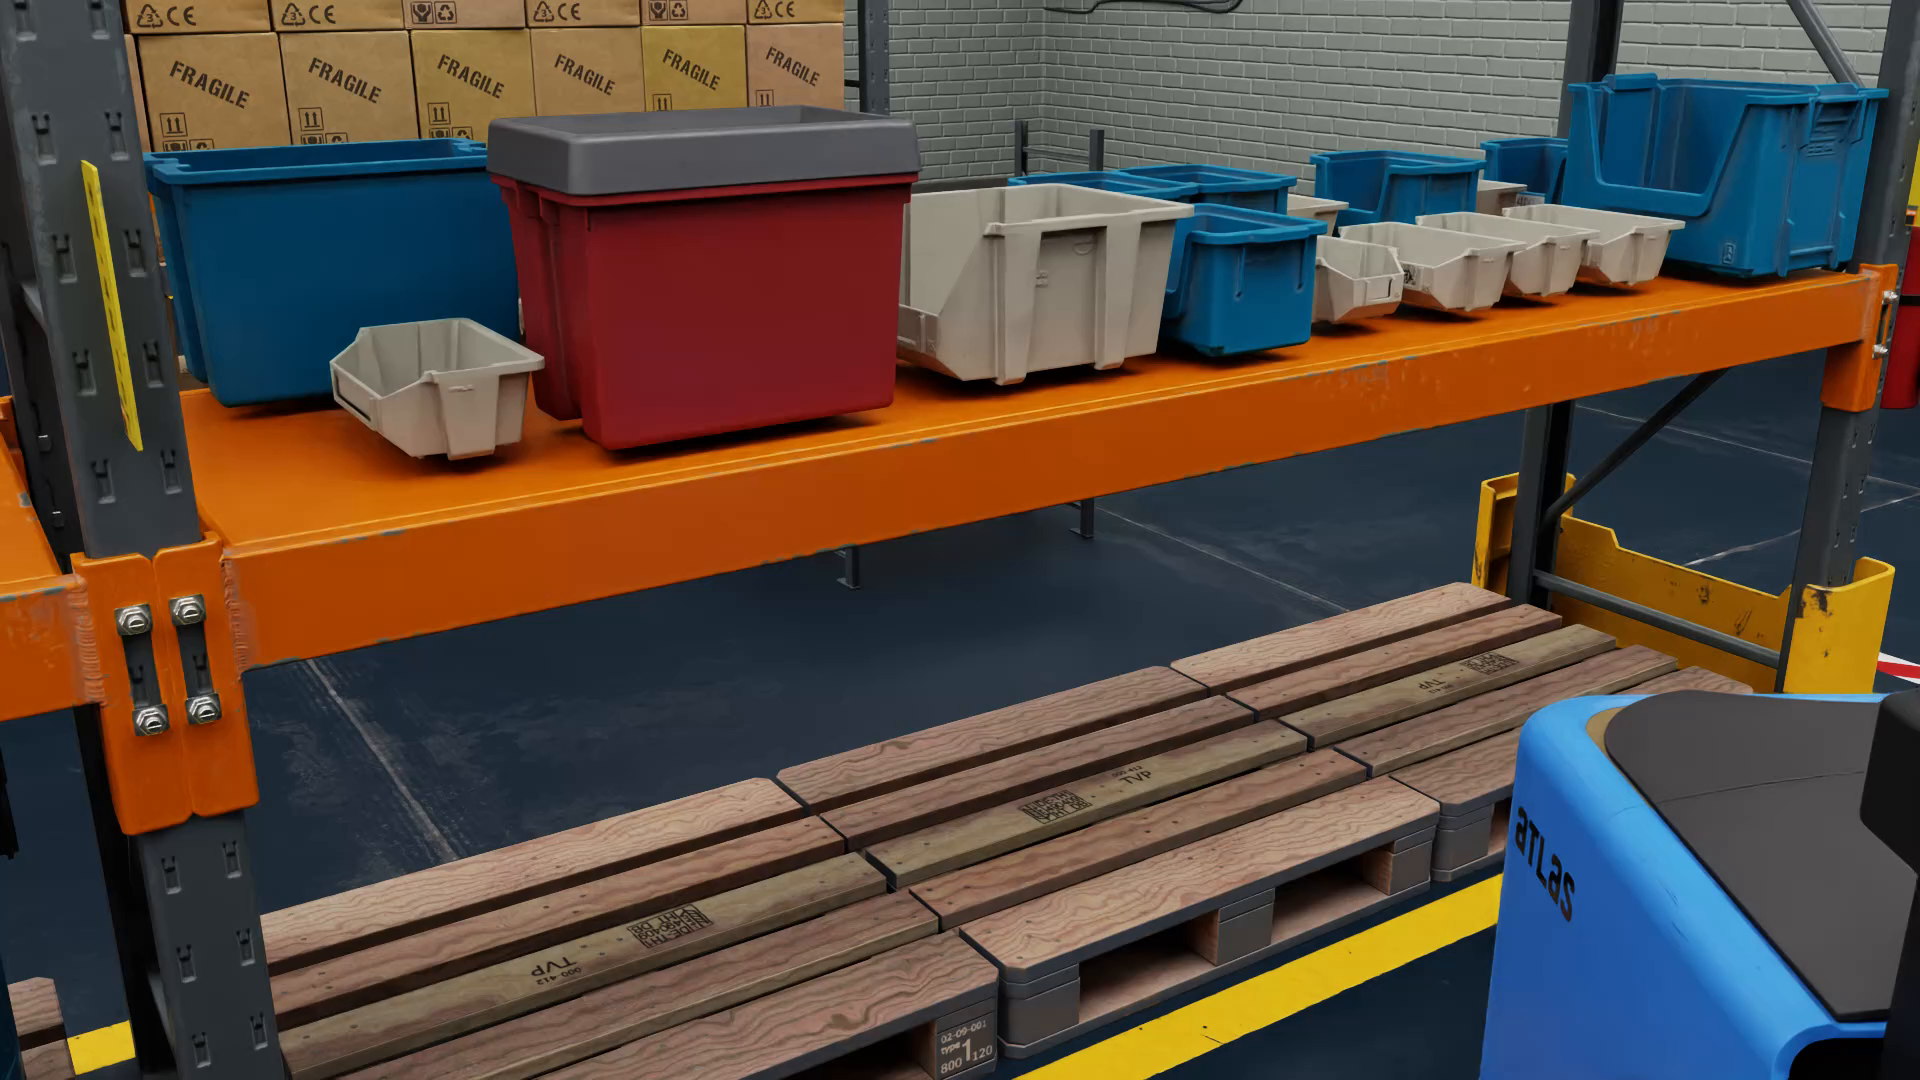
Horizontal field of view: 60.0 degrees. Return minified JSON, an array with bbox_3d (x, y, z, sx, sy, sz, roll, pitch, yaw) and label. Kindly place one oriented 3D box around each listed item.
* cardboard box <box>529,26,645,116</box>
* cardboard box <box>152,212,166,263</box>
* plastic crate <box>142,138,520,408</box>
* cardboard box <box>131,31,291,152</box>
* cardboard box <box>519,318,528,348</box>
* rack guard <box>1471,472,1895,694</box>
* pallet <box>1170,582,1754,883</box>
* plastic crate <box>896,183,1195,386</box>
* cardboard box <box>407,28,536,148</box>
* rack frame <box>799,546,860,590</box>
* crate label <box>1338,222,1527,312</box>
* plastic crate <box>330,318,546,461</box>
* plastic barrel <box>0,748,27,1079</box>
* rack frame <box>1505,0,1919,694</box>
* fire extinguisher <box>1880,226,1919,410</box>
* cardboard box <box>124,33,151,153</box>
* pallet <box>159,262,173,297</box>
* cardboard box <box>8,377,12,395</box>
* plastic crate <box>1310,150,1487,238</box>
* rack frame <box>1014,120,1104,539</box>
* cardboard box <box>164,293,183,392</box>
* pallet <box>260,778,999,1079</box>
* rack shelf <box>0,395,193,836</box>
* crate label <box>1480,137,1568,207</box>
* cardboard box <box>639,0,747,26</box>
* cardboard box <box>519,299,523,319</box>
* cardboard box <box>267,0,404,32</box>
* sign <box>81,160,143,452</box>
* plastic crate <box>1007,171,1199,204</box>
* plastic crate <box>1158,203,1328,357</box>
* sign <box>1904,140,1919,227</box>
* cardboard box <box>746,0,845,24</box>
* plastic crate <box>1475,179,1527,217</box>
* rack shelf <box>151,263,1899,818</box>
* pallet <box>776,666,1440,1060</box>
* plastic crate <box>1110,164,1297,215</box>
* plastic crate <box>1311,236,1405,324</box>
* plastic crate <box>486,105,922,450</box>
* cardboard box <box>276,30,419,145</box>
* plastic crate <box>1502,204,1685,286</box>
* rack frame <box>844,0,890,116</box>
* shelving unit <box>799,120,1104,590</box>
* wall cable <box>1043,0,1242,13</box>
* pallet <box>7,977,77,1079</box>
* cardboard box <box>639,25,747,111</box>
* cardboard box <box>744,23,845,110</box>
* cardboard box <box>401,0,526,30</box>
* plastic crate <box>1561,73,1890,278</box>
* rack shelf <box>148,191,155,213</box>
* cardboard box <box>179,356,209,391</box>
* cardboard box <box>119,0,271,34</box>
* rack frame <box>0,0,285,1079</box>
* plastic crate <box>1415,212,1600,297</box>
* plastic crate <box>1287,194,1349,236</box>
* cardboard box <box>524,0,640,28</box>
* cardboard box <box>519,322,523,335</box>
[{"bbox_3d":[-1.739,-2.033,7.419,0.500,0.500,0.500,-12,22,-31],"label":"cardboard box"},{"bbox_3d":[-5.630,-2.143,11.146,0.500,0.500,0.700,-12,22,-32],"label":"cardboard box"},{"bbox_3d":[-1.081,-0.480,2.913,0.575,0.384,0.392,-12,22,-31],"label":"plastic crate"},{"bbox_3d":[-3.003,-1.767,6.631,0.500,0.500,0.500,-11,22,-30],"label":"cardboard box"},{"bbox_3d":[-1.792,-0.901,7.832,0.500,0.250,0.500,-12,22,-31],"label":"cardboard box"},{"bbox_3d":[2.070,0.186,4.914,0.348,0.500,1.175,-12,22,-31],"label":"rack guard"},{"bbox_3d":[1.347,0.465,4.539,1.213,0.211,1.003,-12,22,-31],"label":"pallet"},{"bbox_3d":[0.093,-0.478,3.066,0.530,0.282,0.437,-12,22,-31],"label":"plastic crate"},{"bbox_3d":[-2.160,-1.944,7.156,0.500,0.500,0.500,-12,22,-32],"label":"cardboard box"},{"bbox_3d":[-0.496,-0.606,5.695,0.032,1.500,0.500,-12,22,-31],"label":"rack frame"},{"bbox_3d":[1.007,-0.599,3.651,0.243,0.136,0.396,-12,22,-31],"label":"crate label"},{"bbox_3d":[-0.816,-0.233,2.569,0.243,0.136,0.396,-12,22,-31],"label":"plastic crate"},{"bbox_3d":[-1.747,0.600,2.406,0.708,0.901,0.600,-12,22,-31],"label":"plastic barrel"},{"bbox_3d":[2.057,-0.990,4.491,0.127,3.000,1.000,-12,22,-31],"label":"rack frame"},{"bbox_3d":[2.433,-0.682,4.282,0.183,0.674,0.296,-12,22,-31],"label":"fire extinguisher"},{"bbox_3d":[-3.429,-1.676,6.362,0.500,0.500,0.500,-11,22,-30],"label":"cardboard box"},{"bbox_3d":[-5.034,-1.944,11.666,1.213,0.211,1.003,-12,22,-31],"label":"pallet"},{"bbox_3d":[-3.535,-0.562,6.736,0.500,0.311,0.500,-12,22,-31],"label":"cardboard box"},{"bbox_3d":[1.120,-0.868,4.297,0.300,0.233,0.416,-12,22,-31],"label":"plastic crate"},{"bbox_3d":[0.353,-0.785,6.225,0.032,1.500,0.500,-12,22,-31],"label":"rack frame"},{"bbox_3d":[-3.685,-0.812,7.179,0.500,0.500,0.500,-12,22,-31],"label":"cardboard box"},{"bbox_3d":[-0.690,0.895,3.267,1.213,0.211,1.003,-12,22,-31],"label":"pallet"},{"bbox_3d":[-2.954,0.407,1.480,4.000,0.370,1.077,-12,22,-31],"label":"rack shelf"},{"bbox_3d":[1.670,-0.984,4.640,0.303,0.233,0.416,-12,22,-31],"label":"crate label"},{"bbox_3d":[-1.306,-2.596,7.522,0.500,0.500,0.500,-11,22,-30],"label":"cardboard box"},{"bbox_3d":[-2.109,-1.026,8.202,0.500,0.250,0.500,-12,22,-31],"label":"cardboard box"},{"bbox_3d":[-2.596,-2.322,6.711,0.500,0.500,0.500,-13,22,-33],"label":"cardboard box"},{"bbox_3d":[-0.982,-0.270,1.926,0.005,0.325,0.100,-12,22,-31],"label":"sign"},{"bbox_3d":[0.320,-0.699,3.798,0.300,0.233,0.416,-12,22,-31],"label":"plastic crate"},{"bbox_3d":[0.483,-0.509,3.235,0.300,0.233,0.416,-12,22,-31],"label":"plastic crate"},{"bbox_3d":[2.374,-0.923,4.038,0.005,0.325,0.100,-12,22,-31],"label":"sign"},{"bbox_3d":[-0.884,-2.685,7.786,0.500,0.500,0.500,-12,22,-32],"label":"cardboard box"},{"bbox_3d":[1.357,-0.904,4.554,0.298,0.136,0.250,-12,22,-31],"label":"plastic crate"},{"bbox_3d":[0.387,-0.297,3.564,4.000,0.370,1.077,-12,22,-31],"label":"rack shelf"},{"bbox_3d":[0.329,0.679,3.907,1.213,0.211,1.003,-12,22,-31],"label":"pallet"},{"bbox_3d":[0.571,-0.752,3.954,0.300,0.233,0.416,-12,22,-31],"label":"plastic crate"},{"bbox_3d":[0.770,-0.542,3.483,0.250,0.136,0.298,-12,22,-31],"label":"plastic crate"},{"bbox_3d":[-0.400,-0.435,2.654,0.583,0.464,0.402,-12,22,-31],"label":"plastic crate"},{"bbox_3d":[-2.584,-1.854,6.890,0.500,0.500,0.500,-12,22,-32],"label":"cardboard box"},{"bbox_3d":[1.476,-0.702,3.955,0.243,0.136,0.396,-12,22,-31],"label":"plastic crate"},{"bbox_3d":[-0.664,-2.316,8.412,0.127,3.000,1.000,-12,22,-31],"label":"rack frame"},{"bbox_3d":[-0.071,-0.695,5.960,1.048,1.500,0.538,-12,22,-31],"label":"shelving unit"},{"bbox_3d":[1.529,-5.912,14.530,0.112,2.526,3.097,-12,22,-31],"label":"wall cable"},{"bbox_3d":[-1.951,1.160,2.484,1.213,0.211,1.003,-12,22,-31],"label":"pallet"},{"bbox_3d":[-1.319,-2.119,7.674,0.500,0.500,0.500,-12,22,-31],"label":"cardboard box"},{"bbox_3d":[-0.888,-2.212,7.947,0.500,0.500,0.500,-11,22,-30],"label":"cardboard box"},{"bbox_3d":[-2.165,-2.413,6.981,0.500,0.500,0.500,-11,22,-30],"label":"cardboard box"},{"bbox_3d":[1.881,-0.927,4.153,0.499,0.435,0.616,-12,22,-31],"label":"plastic crate"},{"bbox_3d":[-2.334,-1.623,7.485,4.000,0.370,1.077,-12,22,-31],"label":"rack shelf"},{"bbox_3d":[-3.404,-0.728,7.478,0.250,0.149,0.380,-12,22,-31],"label":"cardboard box"},{"bbox_3d":[-3.025,-2.231,6.444,0.500,0.500,0.500,-13,22,-33],"label":"cardboard box"},{"bbox_3d":[-1.283,-0.286,2.407,0.127,3.000,1.000,-12,22,-31],"label":"rack frame"},{"bbox_3d":[1.226,-0.655,3.816,0.243,0.136,0.396,-12,22,-31],"label":"plastic crate"},{"bbox_3d":[0.790,-0.785,4.200,0.298,0.136,0.250,-12,22,-31],"label":"plastic crate"},{"bbox_3d":[-1.736,-2.503,7.249,0.500,0.500,0.500,-11,22,-30],"label":"cardboard box"},{"bbox_3d":[-2.438,-0.970,7.640,0.637,0.503,0.797,-12,22,-31],"label":"cardboard box"}]
